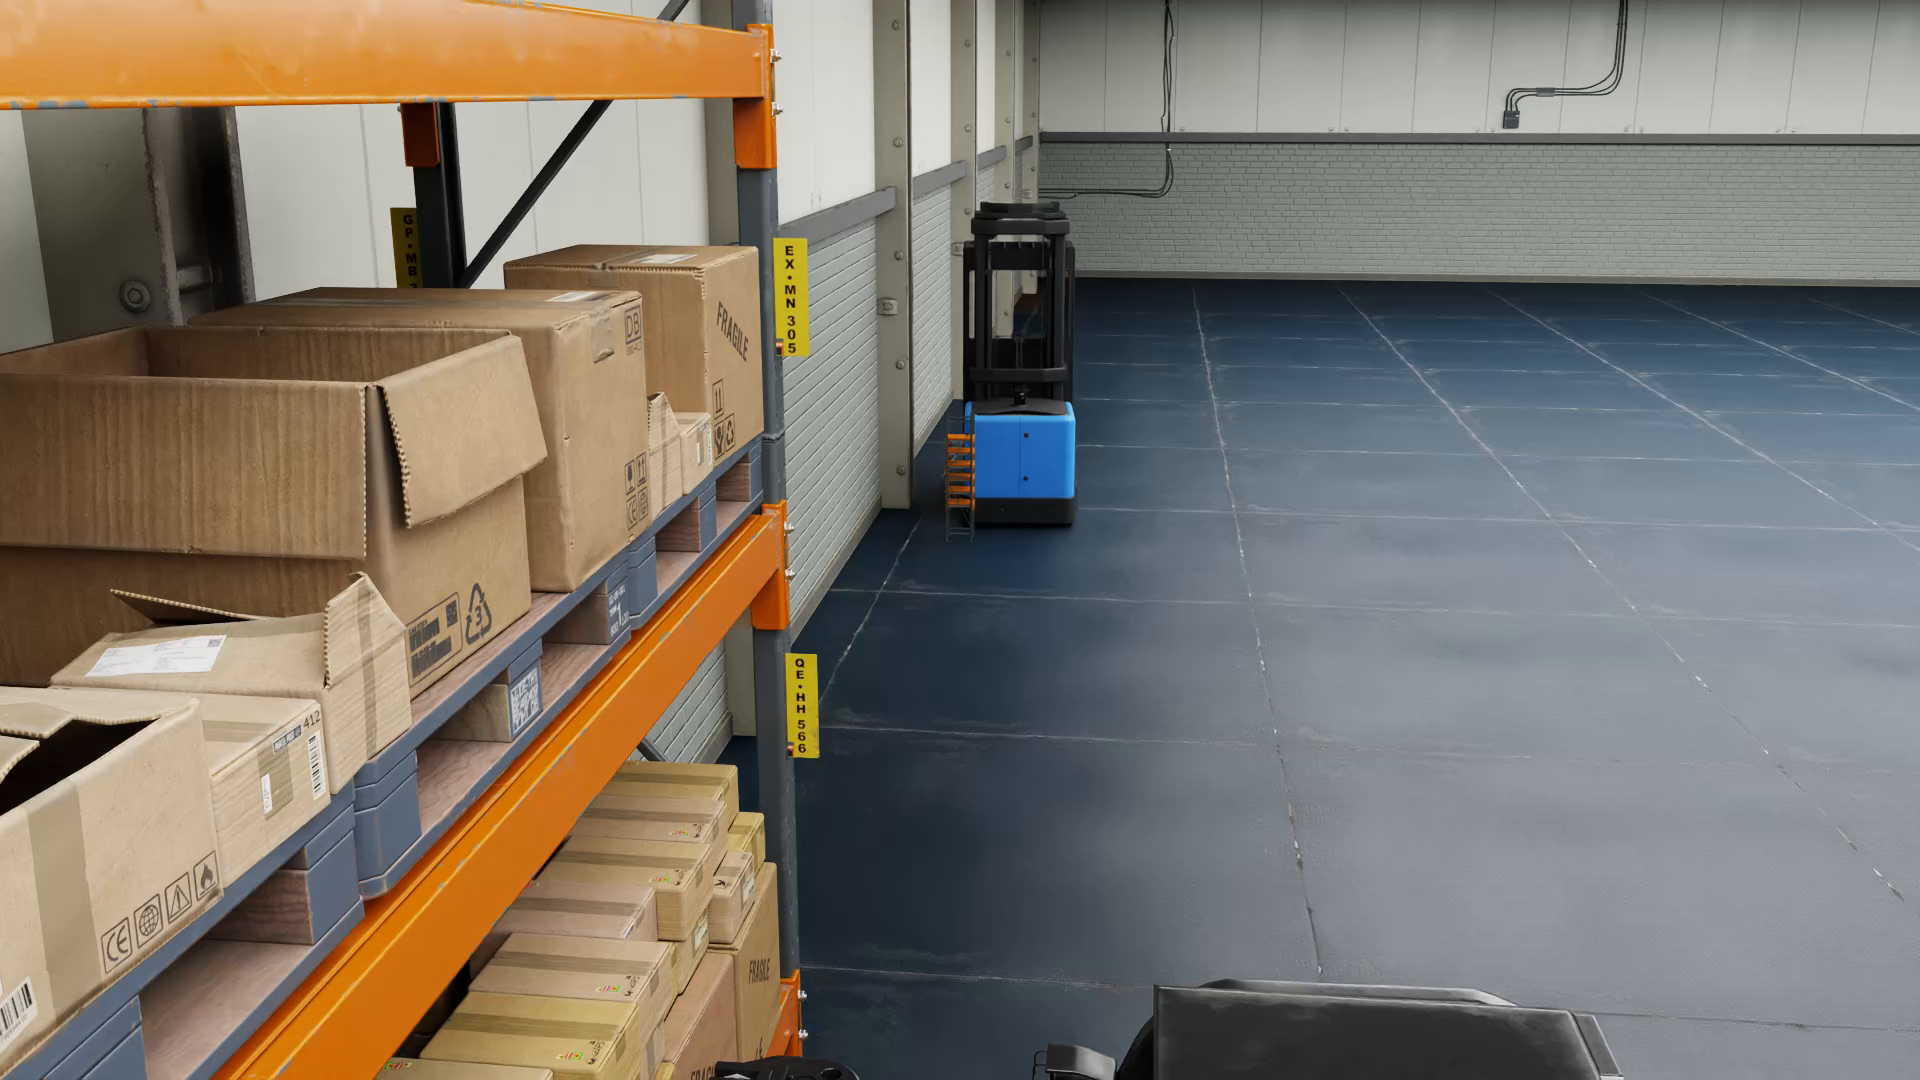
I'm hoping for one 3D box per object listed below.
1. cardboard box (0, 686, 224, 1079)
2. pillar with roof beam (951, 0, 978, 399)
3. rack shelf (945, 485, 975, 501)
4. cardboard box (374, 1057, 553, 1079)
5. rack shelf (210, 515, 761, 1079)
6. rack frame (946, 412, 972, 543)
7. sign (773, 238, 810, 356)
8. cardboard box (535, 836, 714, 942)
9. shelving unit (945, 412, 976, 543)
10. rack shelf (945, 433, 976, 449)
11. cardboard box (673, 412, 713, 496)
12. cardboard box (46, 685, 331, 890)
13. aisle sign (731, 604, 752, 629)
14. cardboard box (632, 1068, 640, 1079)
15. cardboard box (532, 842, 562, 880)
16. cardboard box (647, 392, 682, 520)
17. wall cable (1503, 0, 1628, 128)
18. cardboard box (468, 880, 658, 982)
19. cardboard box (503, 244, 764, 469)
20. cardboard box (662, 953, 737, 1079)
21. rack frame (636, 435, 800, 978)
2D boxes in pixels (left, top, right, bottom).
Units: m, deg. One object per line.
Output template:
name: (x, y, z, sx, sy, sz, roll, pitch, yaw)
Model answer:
cardboard box: (-1.123, 0.319, 1.665, 0.500, 0.311, 0.500, 2, 15, 7)
pillar with roof beam: (4.327, -6.138, 20.621, 9.100, 9.000, 0.400, 2, 15, 6)
rack shelf: (0.002, -0.424, 15.062, 0.258, 0.103, 0.180, 2, 15, 6)
cardboard box: (-1.006, 1.138, 3.203, 0.380, 0.149, 0.250, 2, 15, 7)
rack shelf: (-1.233, 0.435, 2.927, 0.919, 0.052, 3.809, 2, 15, 6)
rack frame: (-0.009, -0.559, 14.932, 0.240, 1.200, 0.006, 2, 15, 6)
sign: (-0.470, -0.672, 4.609, 0.100, 0.325, 0.005, 2, 15, 6)
cardboard box: (-0.838, 0.873, 4.181, 0.380, 0.149, 0.250, 2, 15, 8)
shelving unit: (1.505, 2.026, 4.223, 5.752, 1.800, 21.905, 2, 15, 6)
rack shelf: (0.002, -0.888, 14.937, 0.258, 0.103, 0.180, 2, 15, 6)
cardboard box: (-0.799, -0.208, 3.924, 0.380, 0.149, 0.250, 1, 15, 5)
cardboard box: (-1.020, 0.299, 2.049, 0.380, 0.149, 0.250, 2, 15, 8)
aisle sign: (-0.708, -0.118, 4.870, 0.394, 0.787, 0.004, 2, 15, 6)
cardboard box: (-0.889, 1.216, 3.484, 0.380, 0.149, 0.250, 2, 15, 7)
cardboard box: (-1.268, 0.931, 4.540, 0.380, 0.149, 0.250, 2, 15, 6)
cardboard box: (-0.828, -0.199, 3.665, 0.396, 0.266, 0.258, 2, 15, 6)
wall cable: (12.481, -11.460, 33.789, 2.305, 6.003, 0.169, 2, 15, 6)
cardboard box: (-0.940, 0.936, 3.951, 0.380, 0.149, 0.250, 2, 15, 7)
cardboard box: (-0.815, -0.479, 4.255, 0.500, 0.500, 0.500, 2, 15, 8)
cardboard box: (-0.870, 1.367, 4.168, 0.500, 0.500, 0.500, 2, 15, 8)
rack frame: (-1.008, 1.146, 5.178, 1.000, 3.000, 0.127, 2, 15, 6)
